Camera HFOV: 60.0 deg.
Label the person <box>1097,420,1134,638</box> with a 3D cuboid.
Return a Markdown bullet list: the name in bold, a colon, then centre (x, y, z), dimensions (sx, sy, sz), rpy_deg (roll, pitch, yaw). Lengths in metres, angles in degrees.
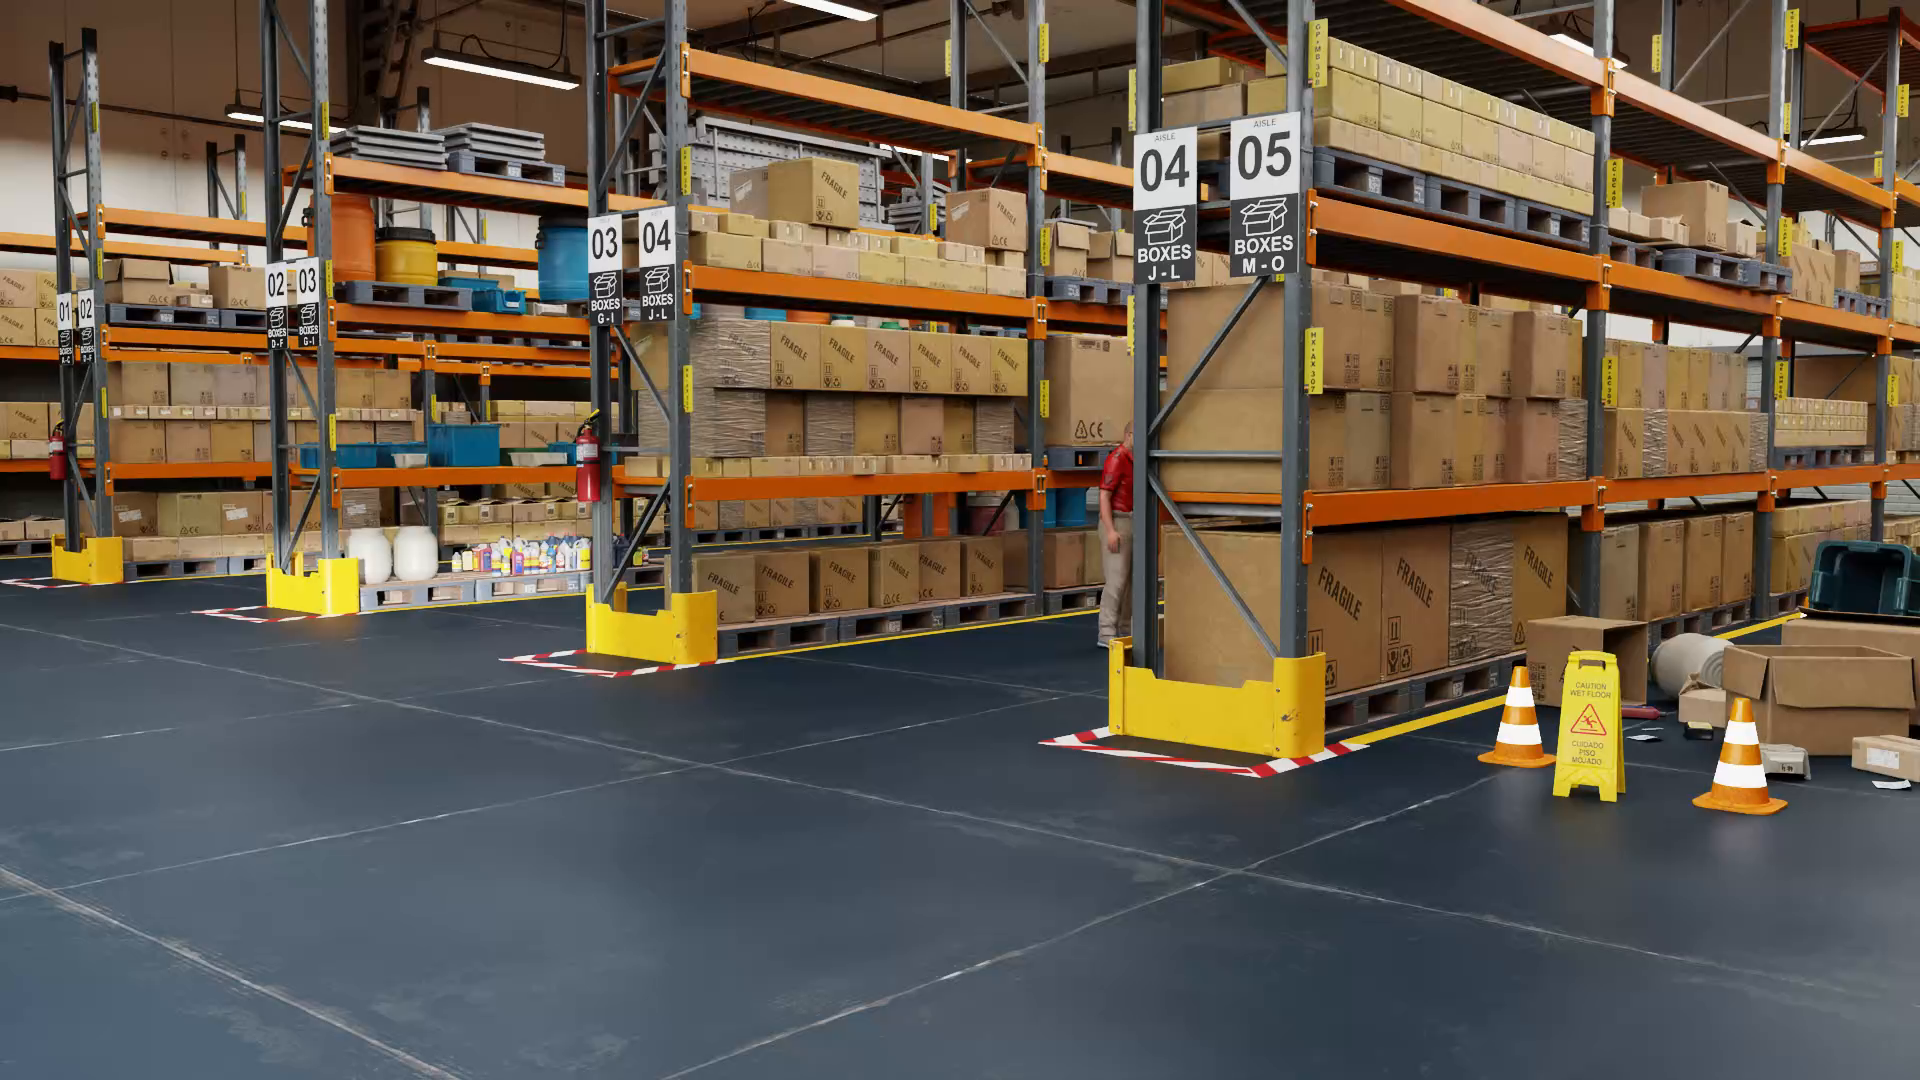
- **person**: centre (1.269, -0.088, 12.688), dimensions (0.373, 1.657, 0.596), rpy_deg (3, 5, 39)
